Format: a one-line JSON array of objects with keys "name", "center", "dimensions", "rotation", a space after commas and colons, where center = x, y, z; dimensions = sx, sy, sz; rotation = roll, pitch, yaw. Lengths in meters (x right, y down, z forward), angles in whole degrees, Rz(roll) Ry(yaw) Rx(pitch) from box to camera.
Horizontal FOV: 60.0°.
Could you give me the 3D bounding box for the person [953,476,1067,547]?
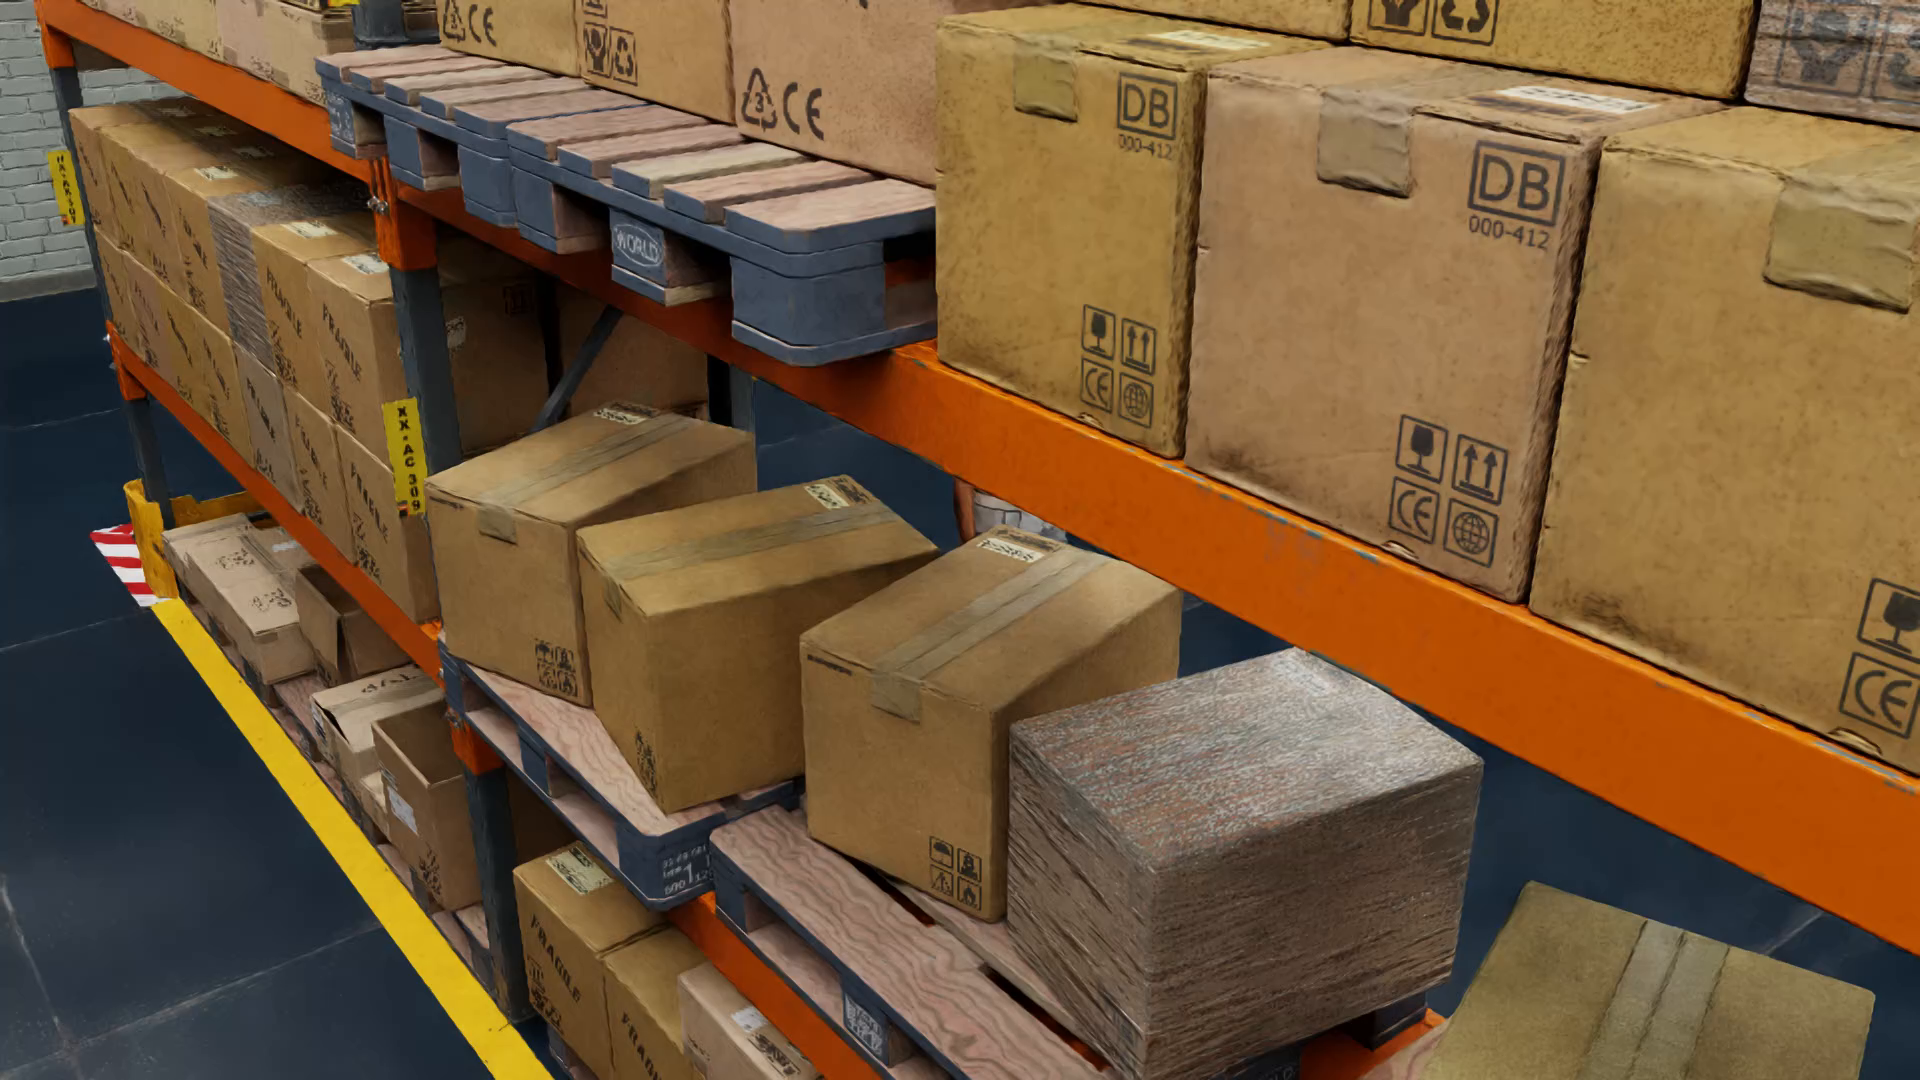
[{"name": "person", "center": [0.272, -0.047, 6.678], "dimensions": [0.475, 1.653, 0.687], "rotation": [20, 31, 36]}]
